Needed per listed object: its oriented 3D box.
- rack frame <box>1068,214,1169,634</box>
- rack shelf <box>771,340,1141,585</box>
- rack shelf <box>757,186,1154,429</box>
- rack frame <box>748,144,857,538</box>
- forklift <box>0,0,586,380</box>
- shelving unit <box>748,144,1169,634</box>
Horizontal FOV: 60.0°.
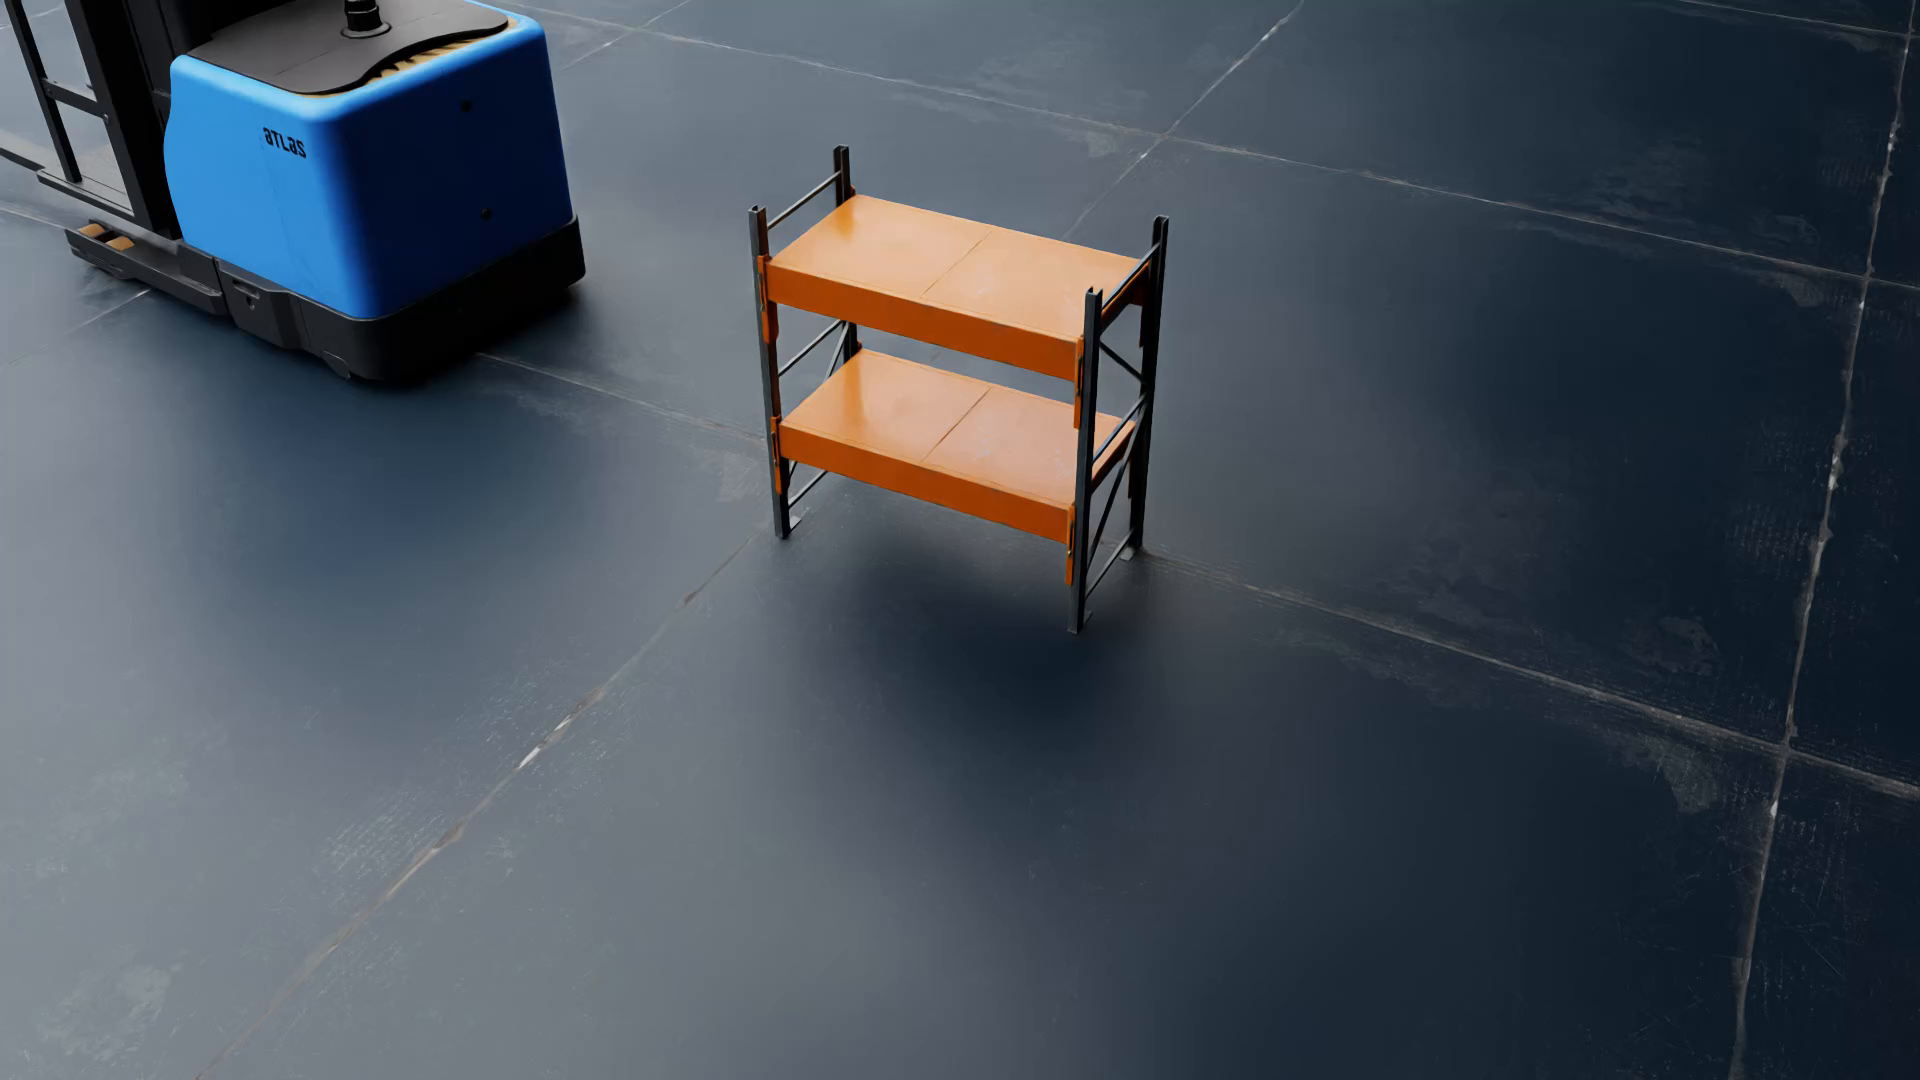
[{"bbox_3d":[0.445,-0.309,4.726,0.032,1.125,0.500,17,41,21],"label":"rack frame"},{"bbox_3d":[-0.006,-0.255,5.060,1.000,0.278,0.538,17,41,21],"label":"rack shelf"},{"bbox_3d":[-0.006,-0.683,4.735,1.000,0.278,0.538,17,41,21],"label":"rack shelf"},{"bbox_3d":[-0.457,-0.591,5.099,0.032,1.125,0.500,17,41,21],"label":"rack frame"},{"bbox_3d":[-2.961,-2.438,6.037,3.031,2.935,1.130,23,43,27],"label":"forklift"},{"bbox_3d":[-0.006,-0.450,4.912,1.048,1.125,0.538,17,41,21],"label":"shelving unit"}]
